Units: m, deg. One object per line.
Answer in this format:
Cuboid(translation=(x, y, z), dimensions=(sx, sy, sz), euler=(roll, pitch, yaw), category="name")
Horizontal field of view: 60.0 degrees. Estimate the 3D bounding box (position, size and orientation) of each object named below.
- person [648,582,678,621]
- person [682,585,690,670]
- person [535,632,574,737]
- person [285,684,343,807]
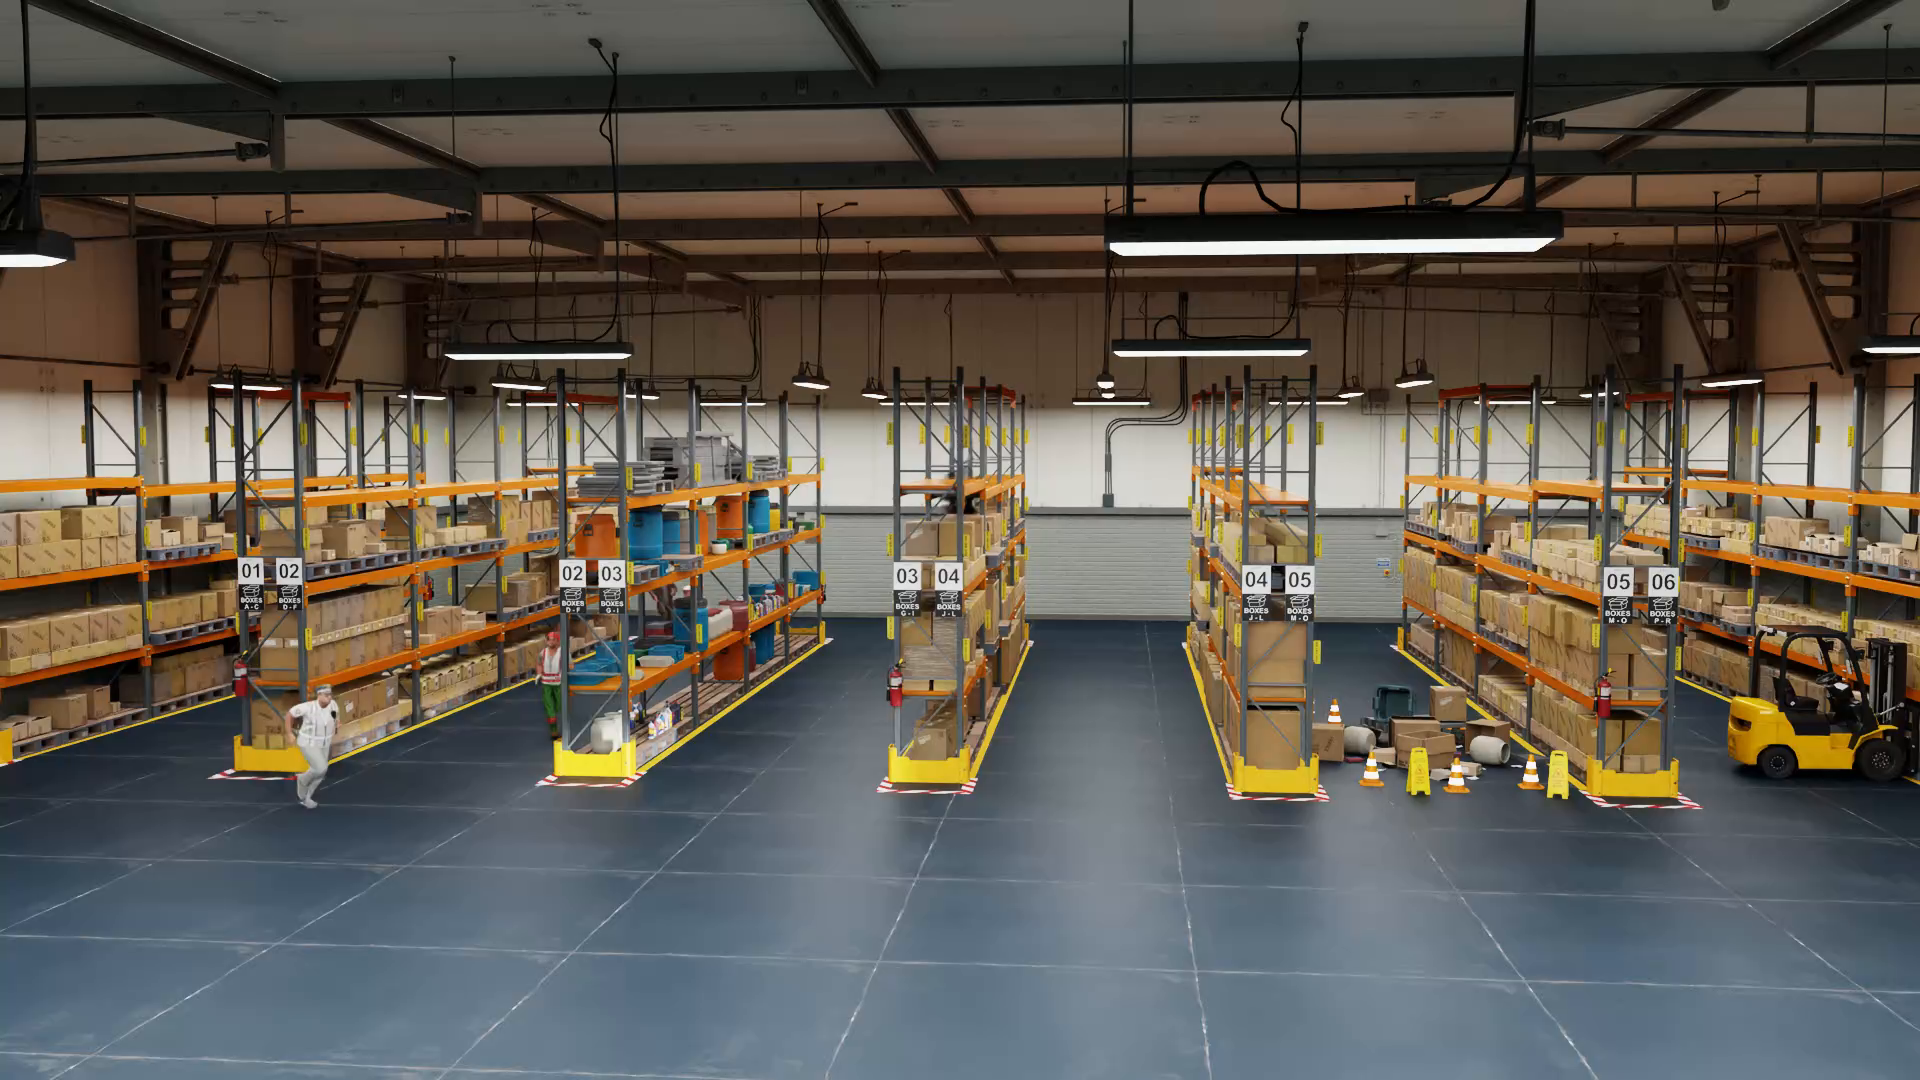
Cuboid(translation=(-7.307, 1.579, 40.976), dimensions=(0.718, 1.788, 0.955), euler=(-2, 4, -28), category="person")
Cuboid(translation=(-5.898, 1.868, 36.110), dimensions=(0.664, 1.771, 0.963), euler=(1, 4, 9), category="person")
Cuboid(translation=(-6.775, 2.403, 27.786), dimensions=(0.651, 1.746, 0.692), euler=(0, 4, 1), category="person")
Cuboid(translation=(-8.640, 2.766, 22.384), dimensions=(0.778, 1.695, 0.648), euler=(2, 4, 27), category="person")
